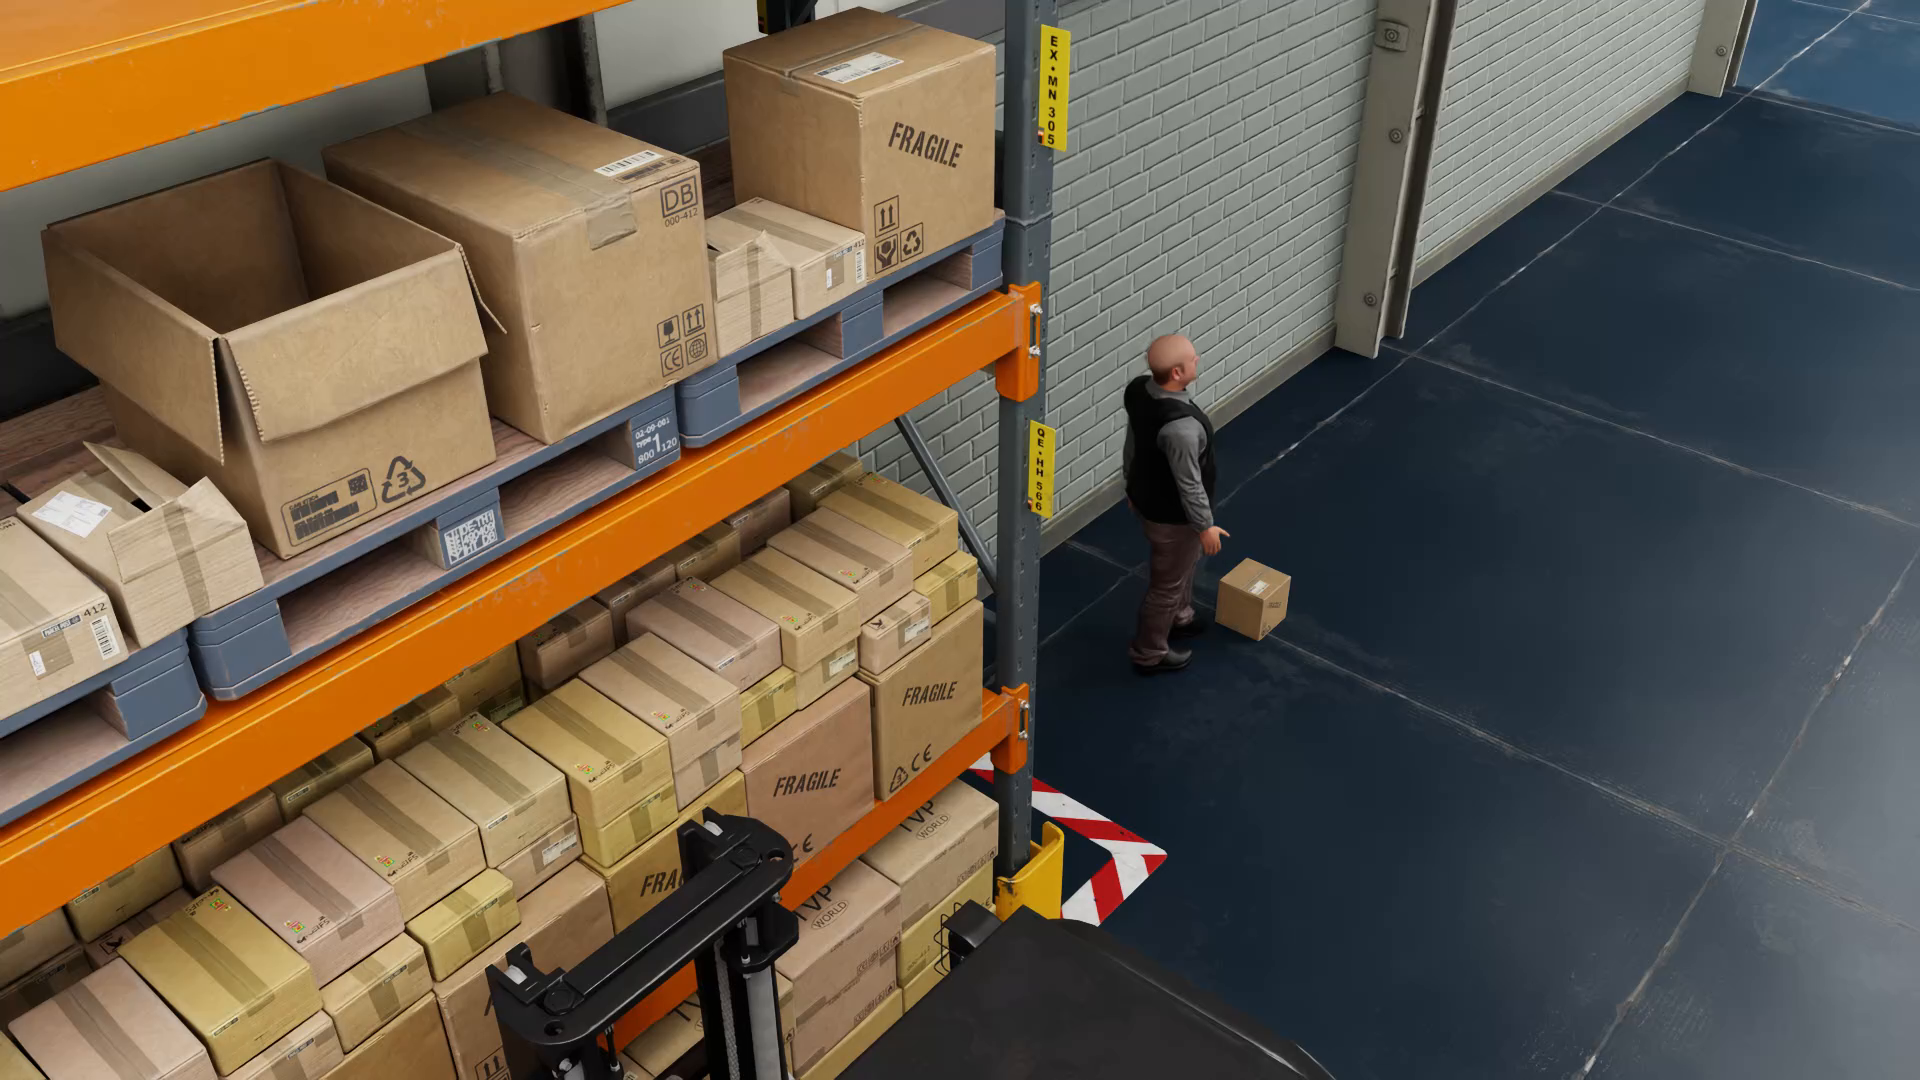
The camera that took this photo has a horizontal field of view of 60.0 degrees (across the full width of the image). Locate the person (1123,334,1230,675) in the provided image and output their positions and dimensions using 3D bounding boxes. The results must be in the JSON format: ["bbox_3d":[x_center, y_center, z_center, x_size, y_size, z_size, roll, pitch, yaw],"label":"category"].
[{"bbox_3d":[1.005,-0.129,7.375,0.540,1.763,0.557,-8,36,-12],"label":"person"}]
